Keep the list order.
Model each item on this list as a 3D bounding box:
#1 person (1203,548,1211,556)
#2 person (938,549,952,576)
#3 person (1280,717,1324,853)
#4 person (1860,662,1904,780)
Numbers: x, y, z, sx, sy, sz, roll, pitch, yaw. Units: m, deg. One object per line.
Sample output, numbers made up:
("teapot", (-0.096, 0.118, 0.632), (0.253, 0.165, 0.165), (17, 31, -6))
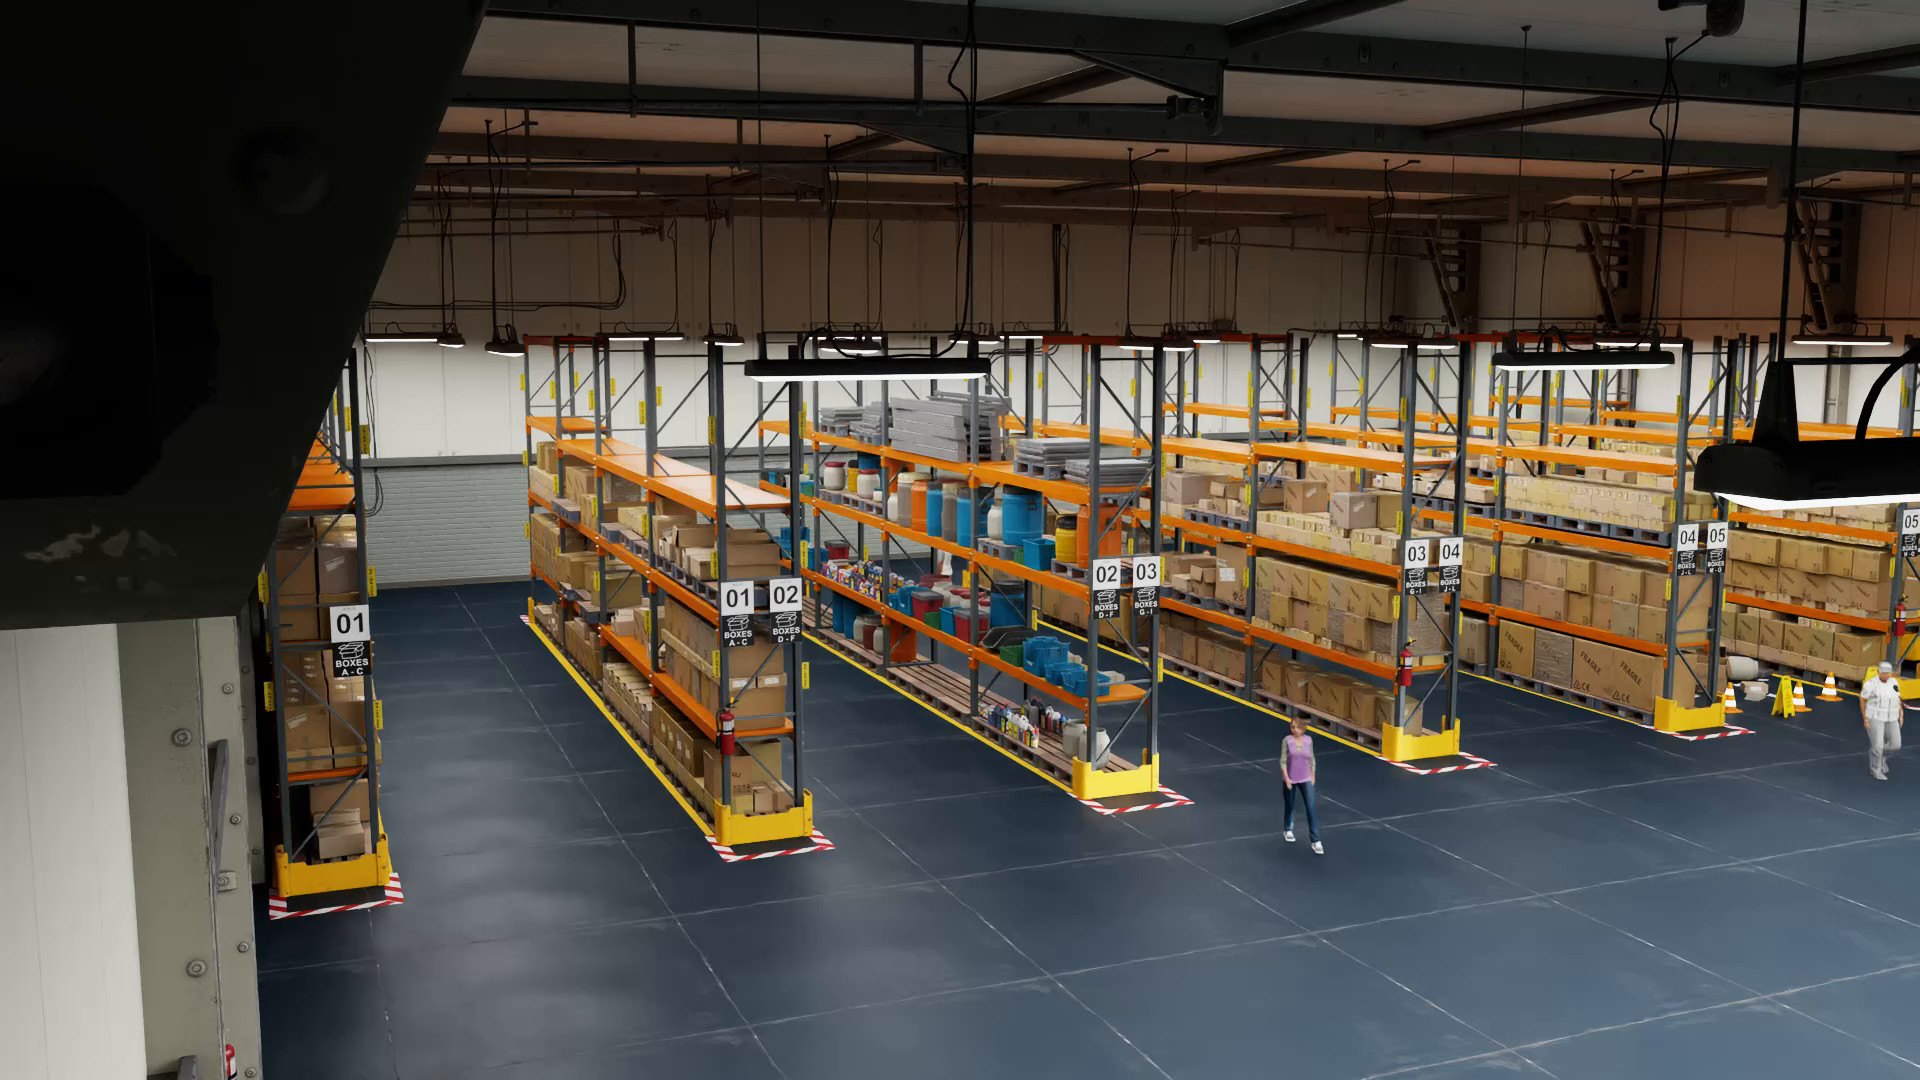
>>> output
("person", (5.132, 0.929, 34.806), (0.626, 1.580, 0.674), (-2, 8, -11))
("person", (-0.334, 0.752, 35.347), (0.467, 1.785, 0.609), (4, 8, 25))
("person", (4.086, 2.903, 19.907), (0.523, 1.574, 0.796), (1, 8, 7))
("person", (12.743, 2.474, 23.026), (0.553, 1.647, 0.552), (0, 8, 0))
